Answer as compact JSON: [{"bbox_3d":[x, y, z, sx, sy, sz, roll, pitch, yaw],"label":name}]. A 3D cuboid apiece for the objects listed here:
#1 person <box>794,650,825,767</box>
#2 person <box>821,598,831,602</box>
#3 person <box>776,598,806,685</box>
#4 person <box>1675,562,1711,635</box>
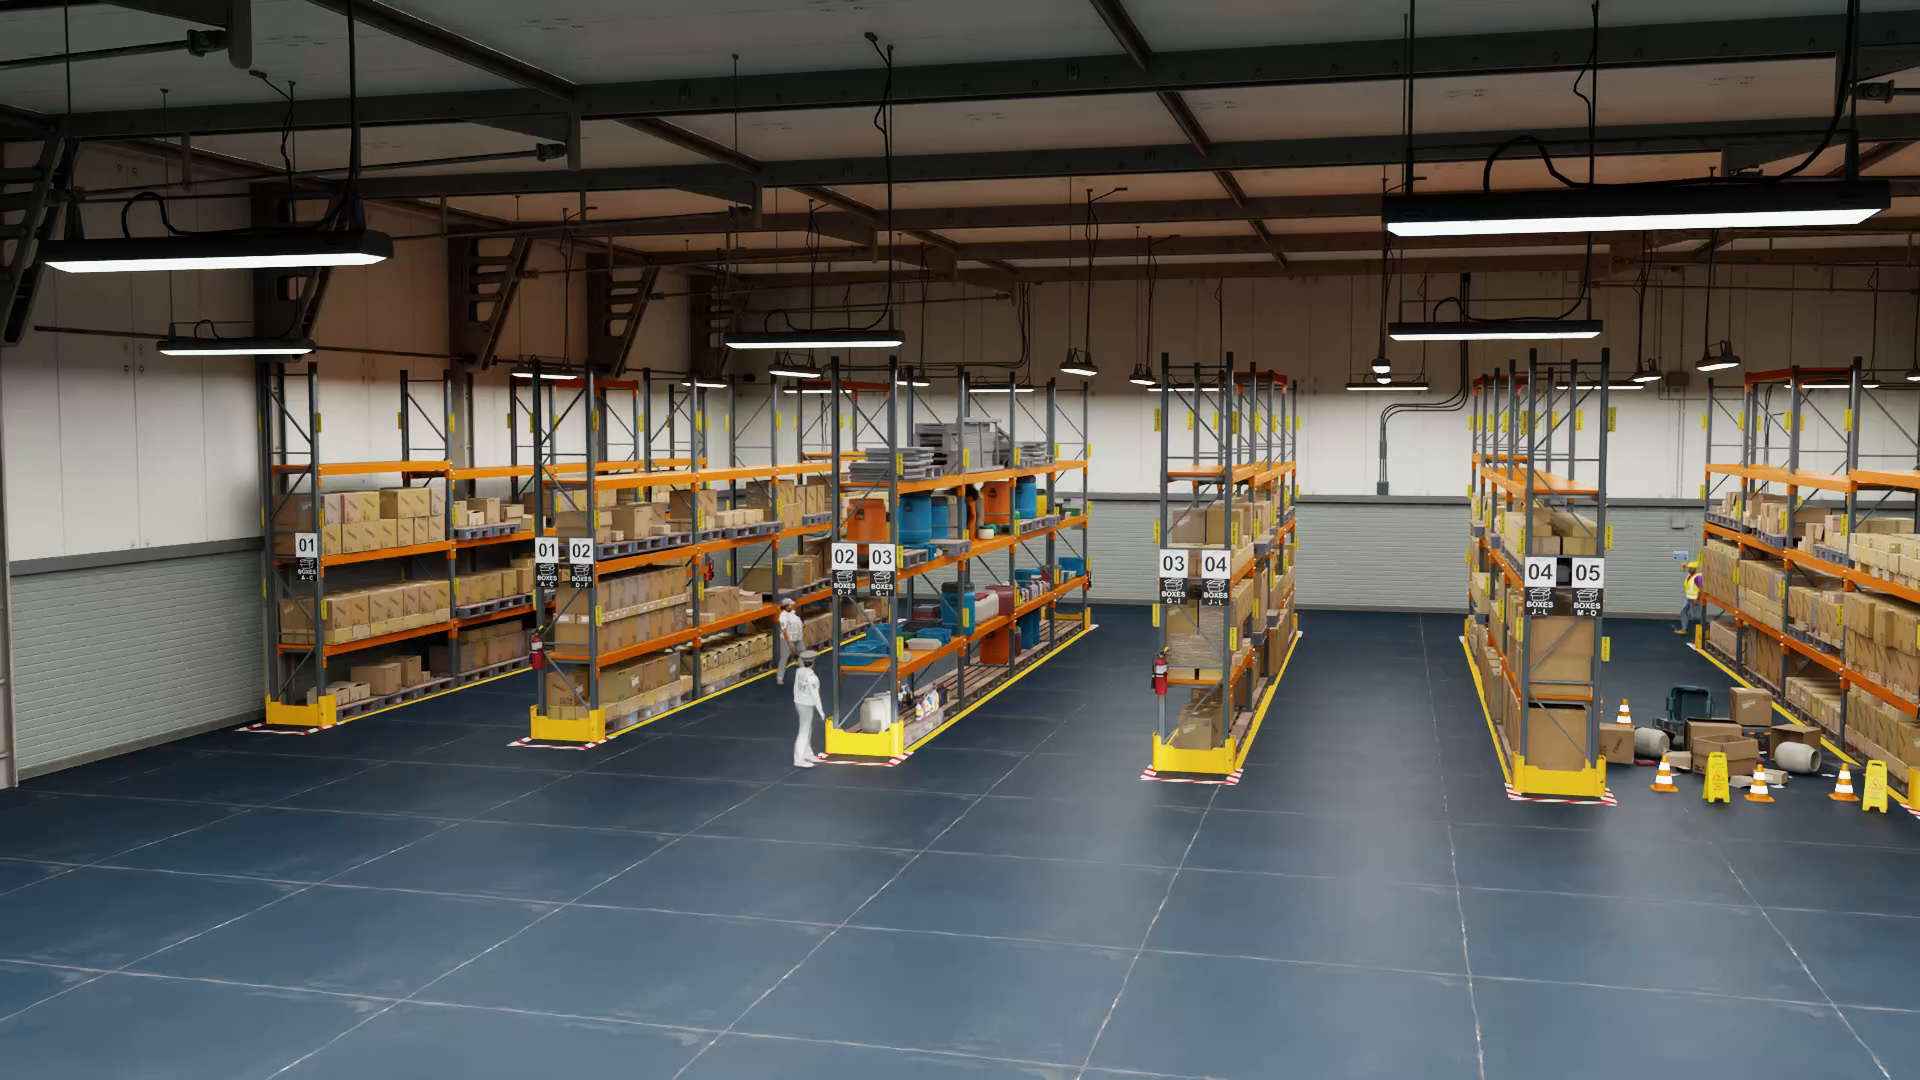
[{"bbox_3d":[-2.235,2.467,24.371,0.517,1.706,0.615,-2,4,-21],"label":"person"},{"bbox_3d":[-4.027,0.926,46.440,0.903,1.594,0.556,2,4,26],"label":"person"},{"bbox_3d":[-3.158,1.929,31.548,0.531,1.682,0.657,4,5,42],"label":"person"},{"bbox_3d":[17.322,1.374,39.173,0.876,1.732,0.615,1,4,9],"label":"person"}]
